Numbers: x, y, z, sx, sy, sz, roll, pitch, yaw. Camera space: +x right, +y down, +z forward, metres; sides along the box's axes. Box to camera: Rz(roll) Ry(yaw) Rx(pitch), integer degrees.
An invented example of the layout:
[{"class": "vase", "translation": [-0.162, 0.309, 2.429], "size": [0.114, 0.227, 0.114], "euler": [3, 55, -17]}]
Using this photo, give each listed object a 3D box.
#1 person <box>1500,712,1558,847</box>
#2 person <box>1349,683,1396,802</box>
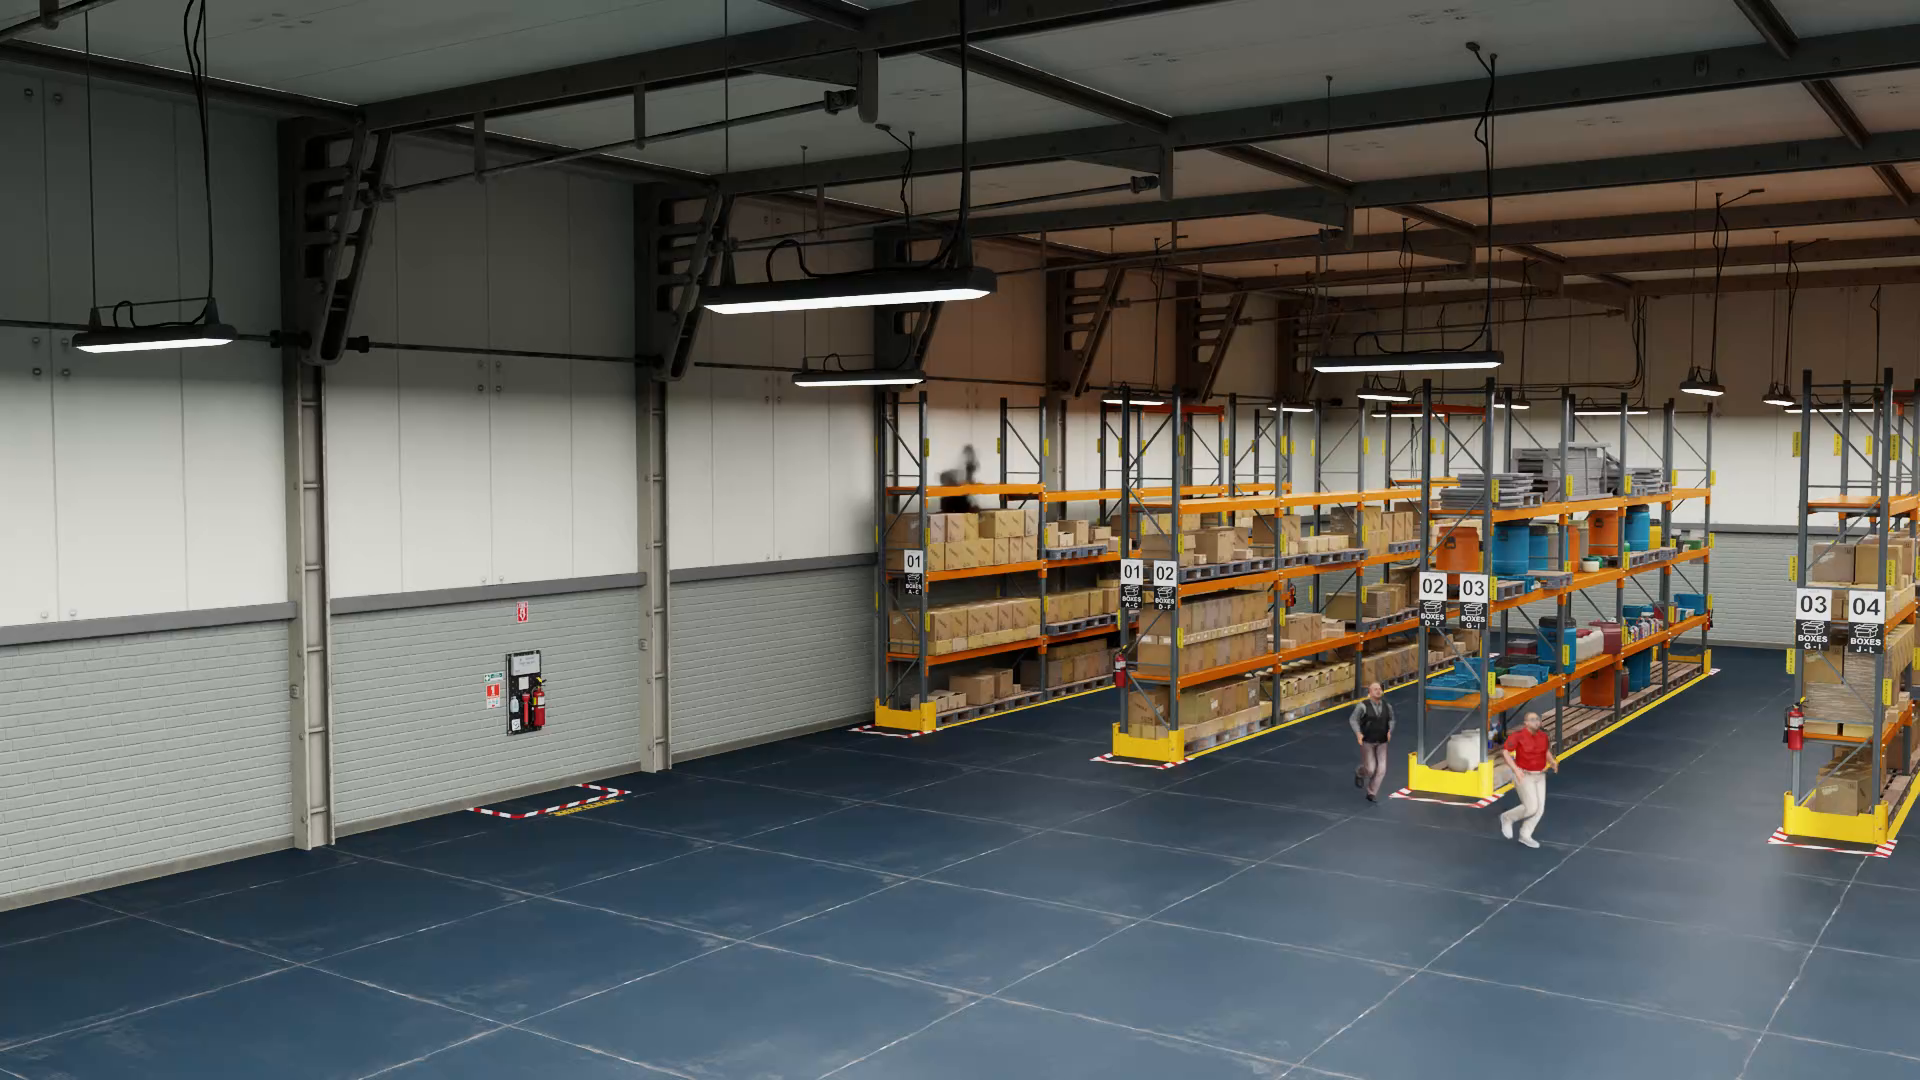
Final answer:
[{"class": "person", "translation": [7.186, 3.001, 20.926], "size": [0.650, 1.697, 0.636], "euler": [-1, 3, -22]}, {"class": "person", "translation": [5.875, 2.861, 23.624], "size": [0.664, 1.675, 0.584], "euler": [0, 3, -6]}]
